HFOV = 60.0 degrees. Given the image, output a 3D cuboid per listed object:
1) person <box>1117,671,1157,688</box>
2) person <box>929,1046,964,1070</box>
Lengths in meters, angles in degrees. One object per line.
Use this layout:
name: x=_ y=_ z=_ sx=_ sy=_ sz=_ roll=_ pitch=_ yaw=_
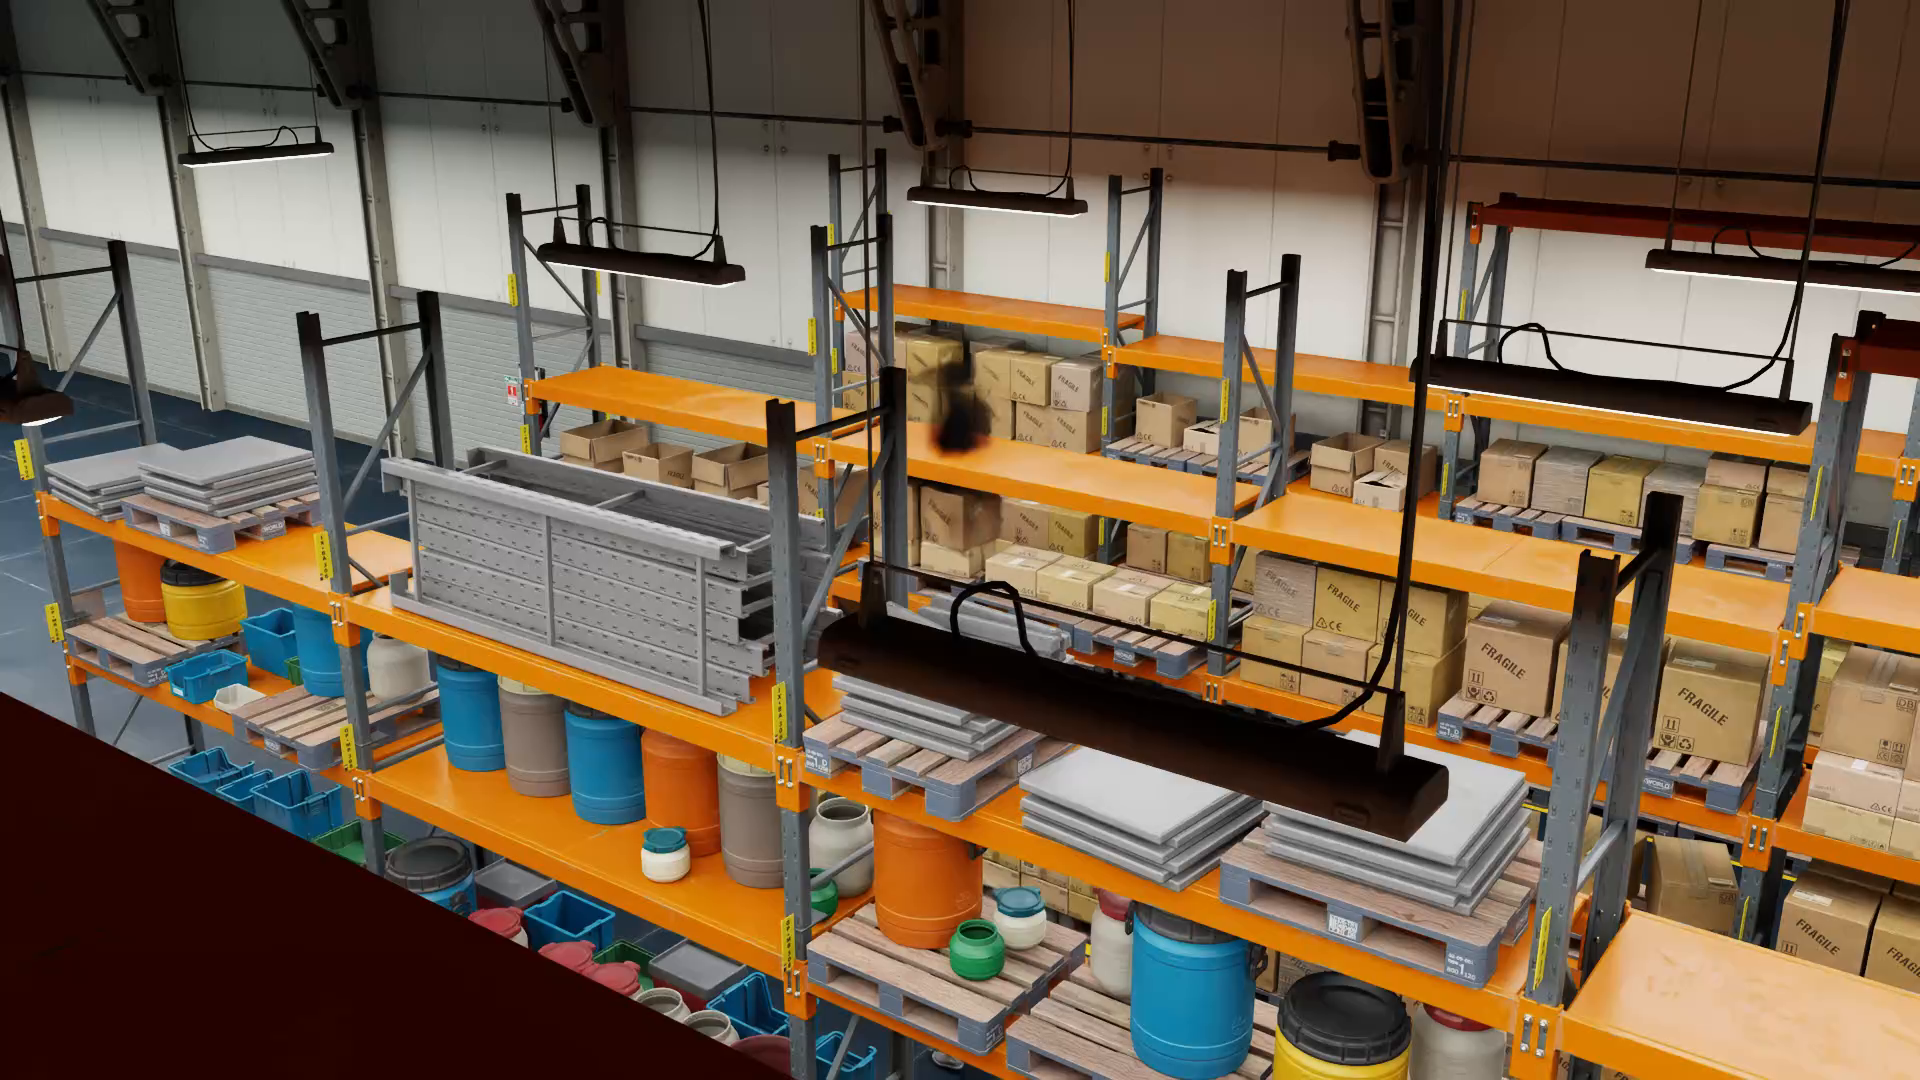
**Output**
person: x=1.875 y=1.658 z=17.569 sx=0.693 sy=1.656 sz=0.645 roll=6 pitch=20 yaw=19
person: x=-0.242 y=3.252 z=12.754 sx=0.644 sy=1.679 sz=0.611 roll=13 pitch=22 yaw=33
